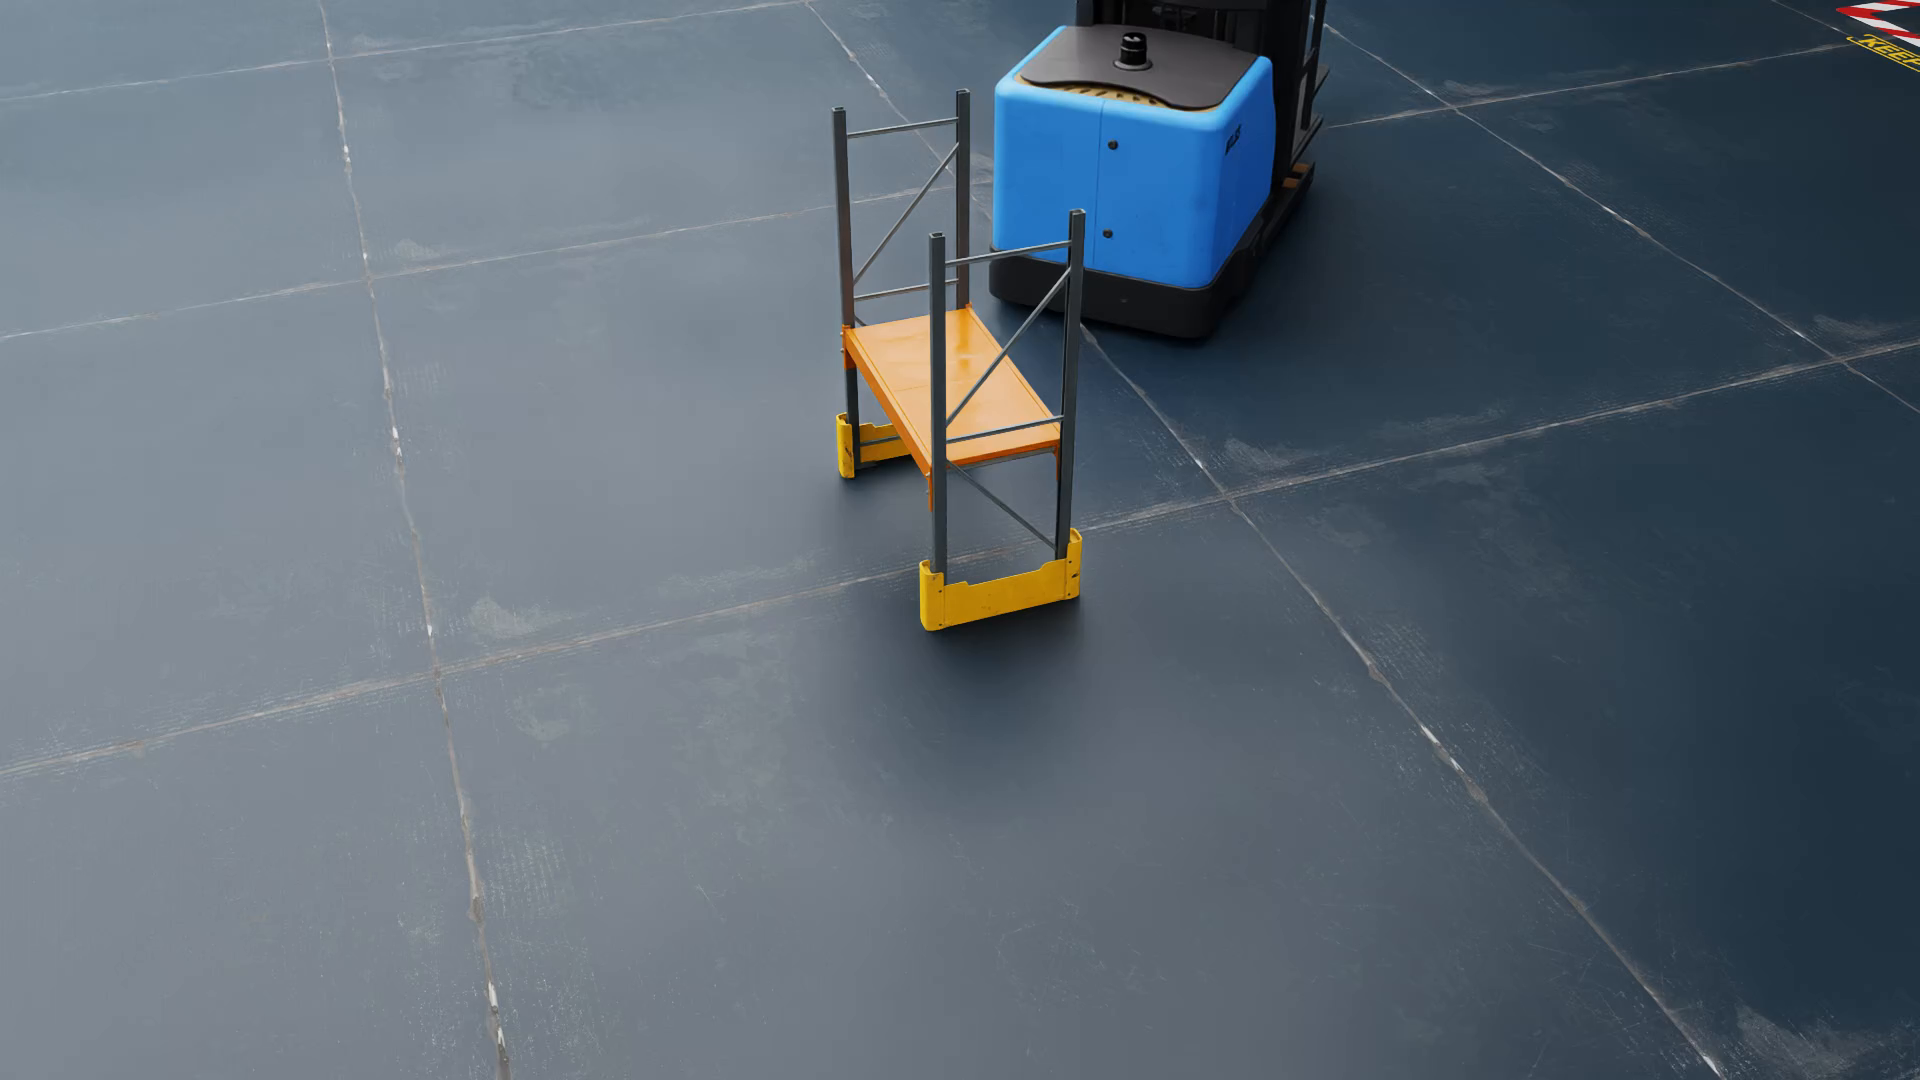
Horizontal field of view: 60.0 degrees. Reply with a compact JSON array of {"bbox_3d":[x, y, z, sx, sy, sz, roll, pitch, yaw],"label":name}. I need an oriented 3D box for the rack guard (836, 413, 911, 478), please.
[{"bbox_3d":[-0.198,-0.424,6.605,0.587,0.250,0.087,-12,39,-16],"label":"rack guard"}]

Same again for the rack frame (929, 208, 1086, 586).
[{"bbox_3d":[0.146,-0.360,5.481,0.500,1.500,0.032,-12,39,-16],"label":"rack frame"}]

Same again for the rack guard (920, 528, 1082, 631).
[{"bbox_3d":[0.145,0.138,5.858,0.587,0.250,0.087,-12,39,-16],"label":"rack guard"}]

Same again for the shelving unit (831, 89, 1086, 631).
[{"bbox_3d":[-0.026,-0.642,5.856,0.587,1.500,1.083,-12,39,-16],"label":"shelving unit"}]

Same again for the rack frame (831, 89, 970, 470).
[{"bbox_3d":[-0.204,-0.934,6.244,0.500,1.500,0.032,-12,39,-16],"label":"rack frame"}]

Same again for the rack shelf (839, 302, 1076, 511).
[{"bbox_3d":[-0.029,-0.504,5.971,0.538,0.185,1.000,-12,39,-16],"label":"rack shelf"}]

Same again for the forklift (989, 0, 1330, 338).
[{"bbox_3d":[1.187,-2.941,7.718,1.130,2.935,3.031,15,39,19],"label":"forklift"}]
